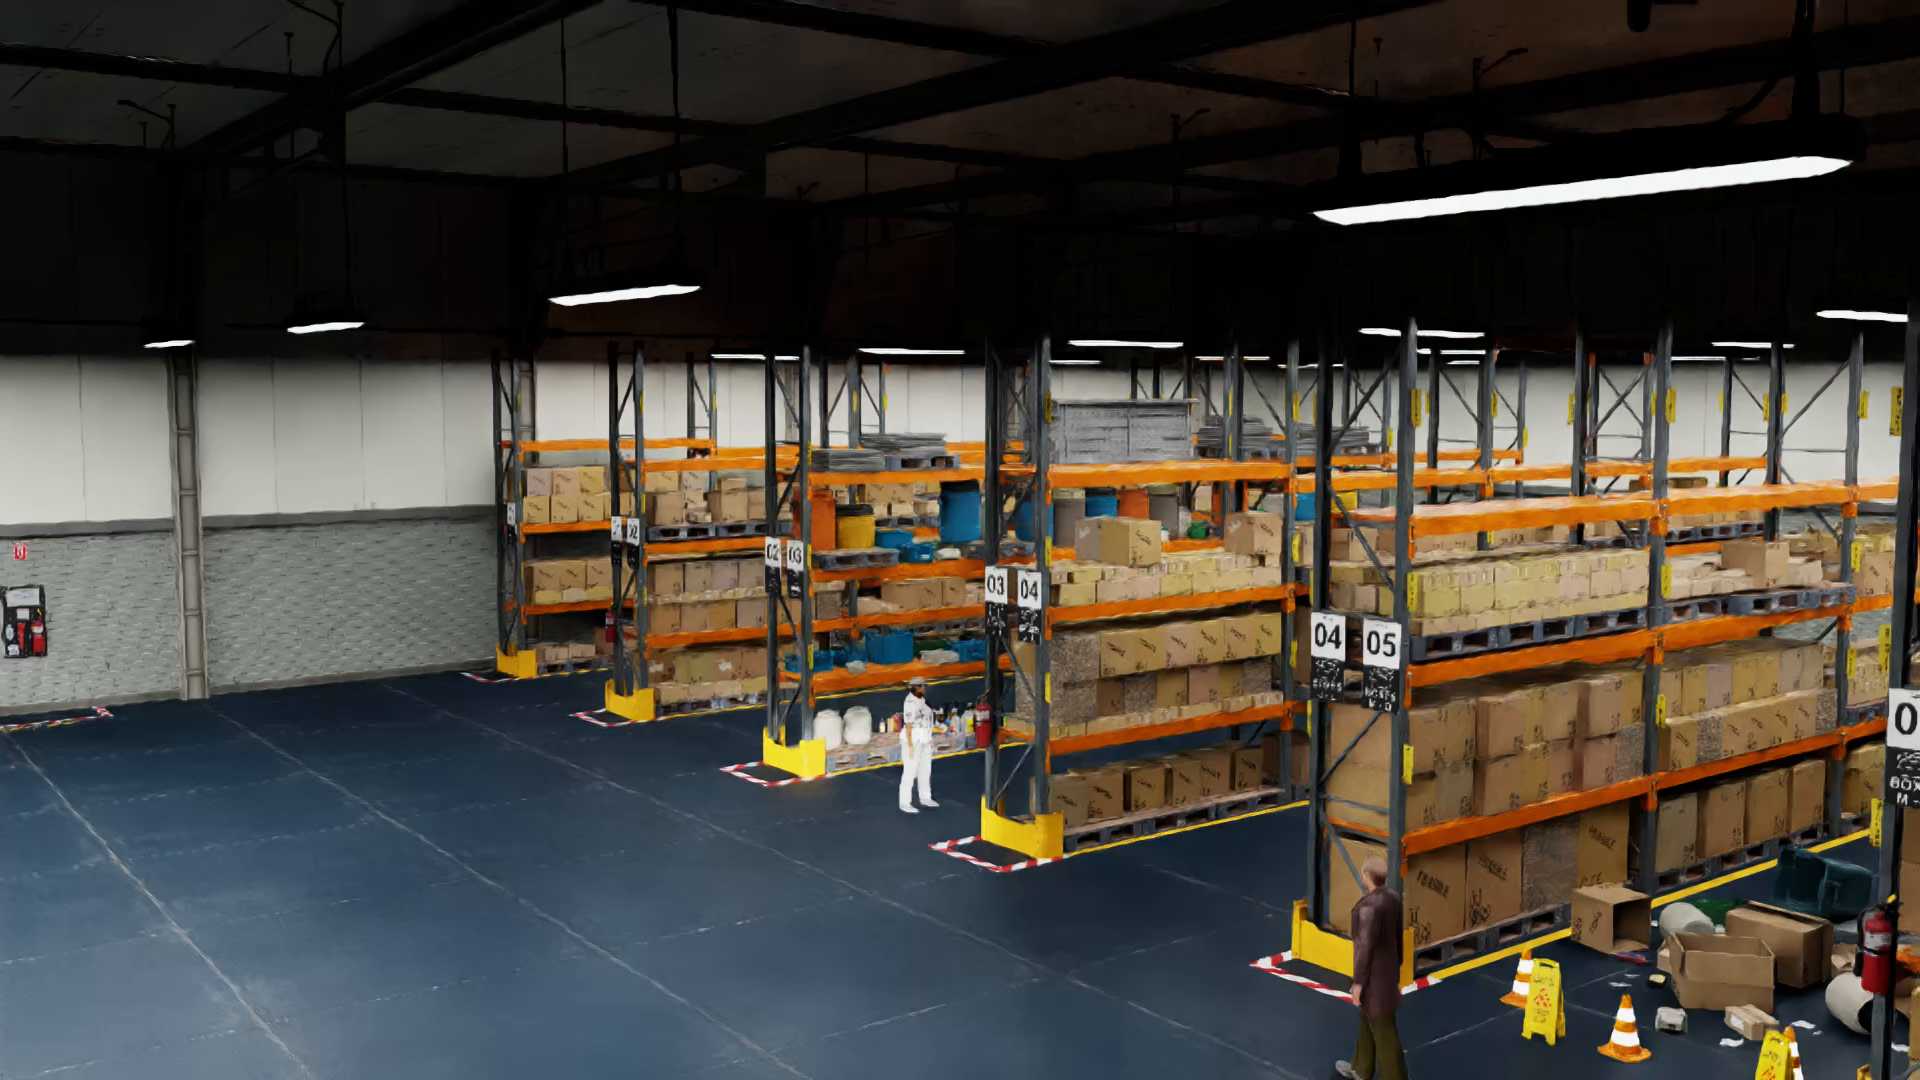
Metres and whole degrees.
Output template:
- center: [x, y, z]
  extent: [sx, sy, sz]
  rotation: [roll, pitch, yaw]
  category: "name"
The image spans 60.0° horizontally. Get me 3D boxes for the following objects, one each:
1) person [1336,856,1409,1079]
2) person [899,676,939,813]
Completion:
- center: [3.041, 3.203, 12.259]
  extent: [0.681, 1.774, 0.699]
  rotation: [3, 6, 32]
  category: "person"
- center: [-0.514, 2.514, 20.641]
  extent: [0.449, 1.668, 0.530]
  rotation: [2, 5, 22]
  category: "person"
